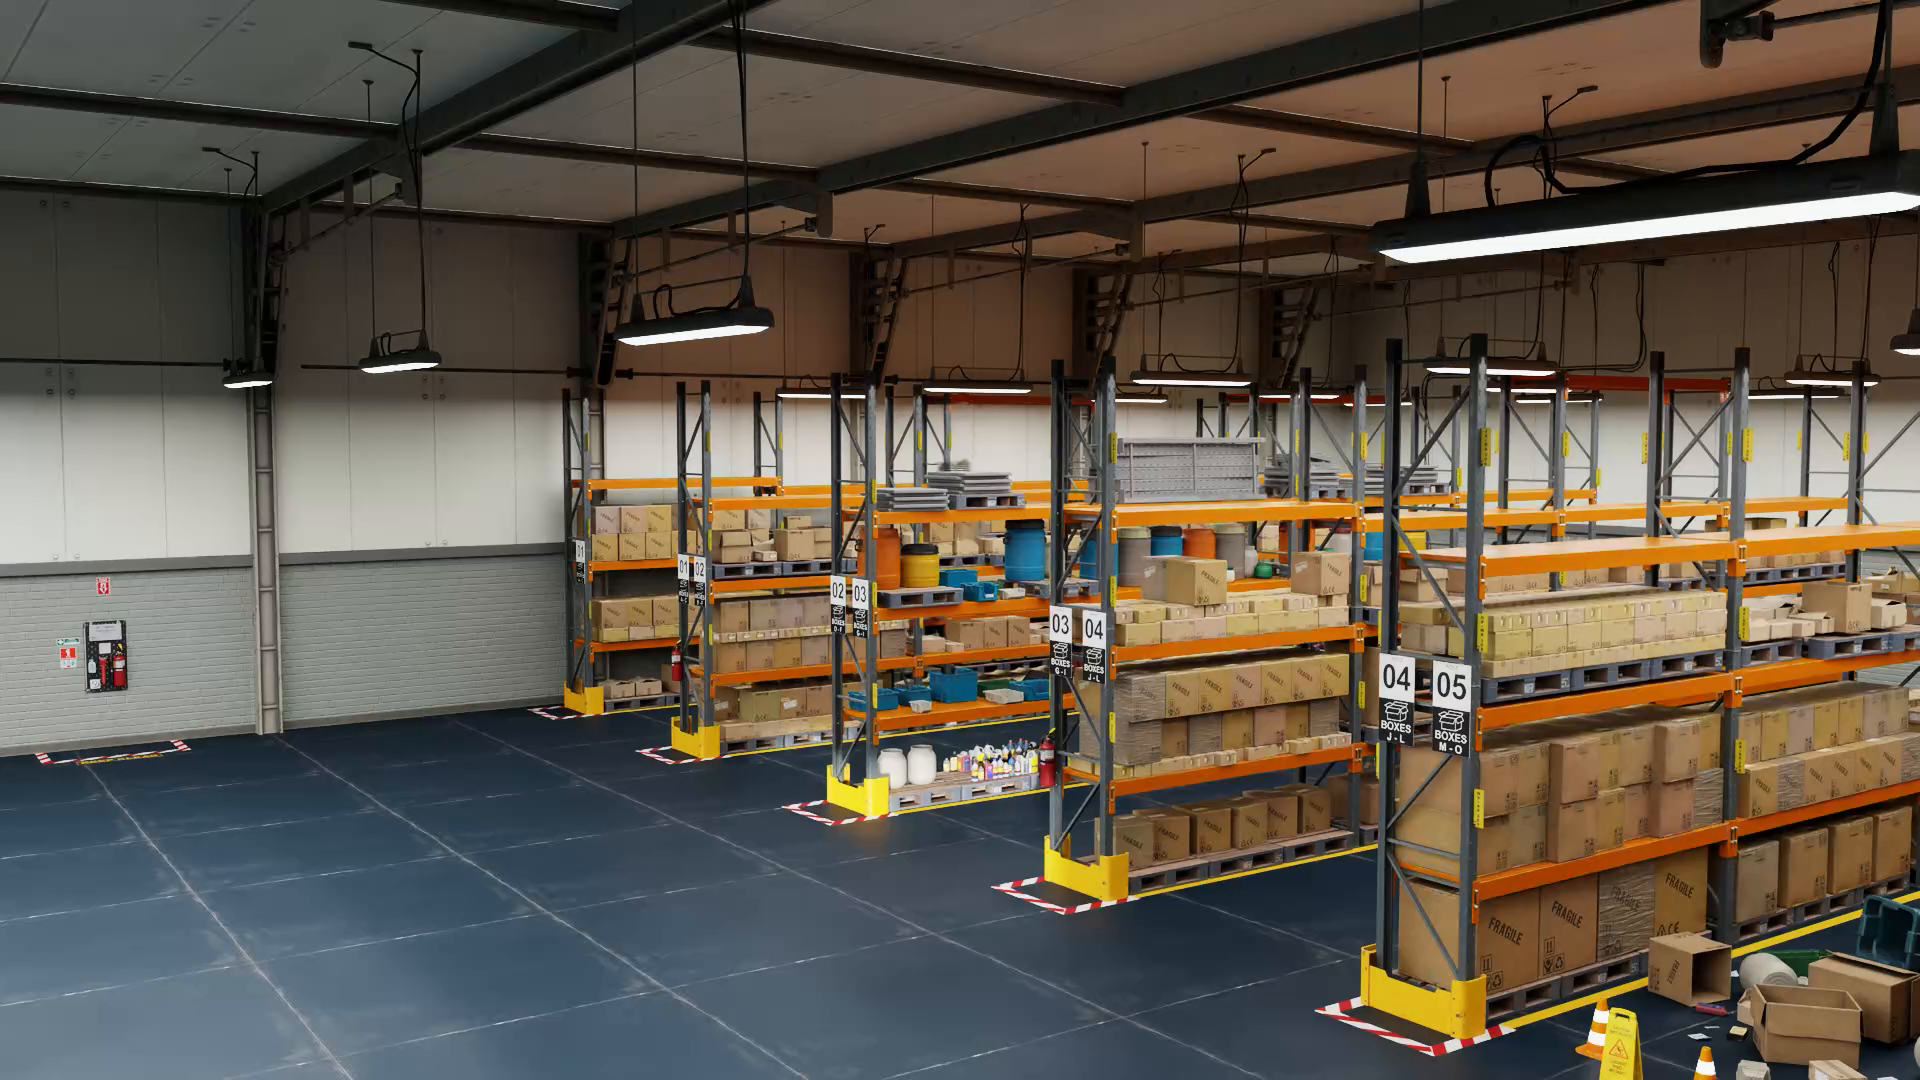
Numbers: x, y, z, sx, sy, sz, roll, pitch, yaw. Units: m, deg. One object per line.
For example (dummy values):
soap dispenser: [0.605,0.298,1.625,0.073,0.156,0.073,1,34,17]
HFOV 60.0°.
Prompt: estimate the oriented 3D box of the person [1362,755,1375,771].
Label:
person: [6.414,2.686,25.681,0.580,1.653,0.904,3,5,41]

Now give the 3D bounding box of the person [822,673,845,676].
person: [-2.370,2.070,30.403,0.716,1.900,0.631,-3,5,-37]
